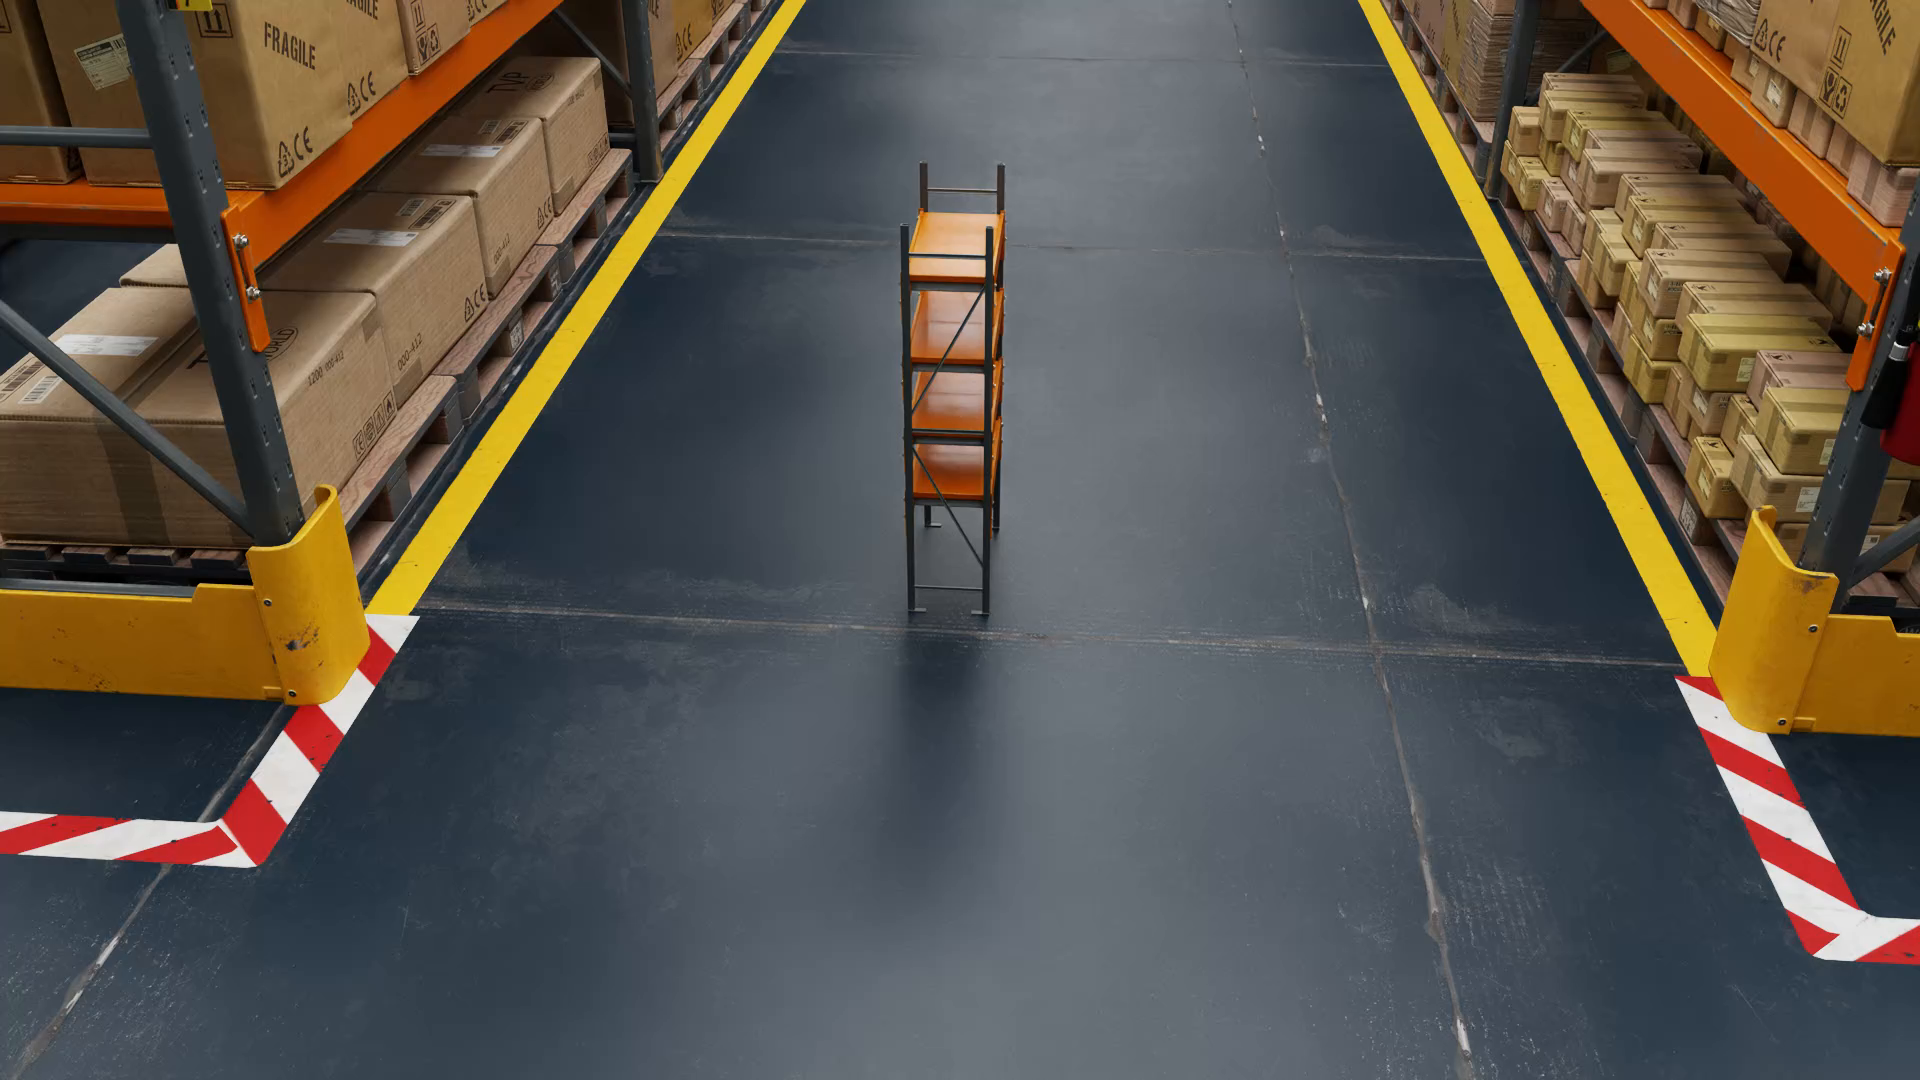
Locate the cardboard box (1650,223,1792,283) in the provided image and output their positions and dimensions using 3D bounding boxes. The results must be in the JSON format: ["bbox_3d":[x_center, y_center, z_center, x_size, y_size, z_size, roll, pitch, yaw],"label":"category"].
[{"bbox_3d":[2.611,-0.976,5.725,0.380,0.149,0.250,1,32,2],"label":"cardboard box"}]

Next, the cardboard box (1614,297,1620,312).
[{"bbox_3d":[2.631,-0.851,6.089,0.380,0.149,0.250,3,32,5],"label":"cardboard box"}]

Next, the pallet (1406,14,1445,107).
[{"bbox_3d":[3.150,-2.743,9.500,1.003,0.211,1.213,2,32,4],"label":"pallet"}]

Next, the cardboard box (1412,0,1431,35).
[{"bbox_3d":[2.930,-3.199,9.564,0.500,0.500,0.500,2,32,3],"label":"cardboard box"}]

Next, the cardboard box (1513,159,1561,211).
[{"bbox_3d":[2.619,-1.533,7.195,0.380,0.149,0.250,3,32,5],"label":"cardboard box"}]

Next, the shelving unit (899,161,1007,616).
[{"bbox_3d":[-0.013,-0.424,4.795,0.258,1.200,0.503,2,32,4],"label":"shelving unit"}]

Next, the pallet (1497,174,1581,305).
[{"bbox_3d":[2.972,-1.344,7.229,1.003,0.211,1.213,2,32,4],"label":"pallet"}]

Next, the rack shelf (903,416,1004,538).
[{"bbox_3d":[-0.013,-0.198,4.934,0.258,0.148,0.480,2,32,4],"label":"rack shelf"}]

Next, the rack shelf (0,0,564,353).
[{"bbox_3d":[-2.114,-1.690,5.819,1.077,0.370,4.000,2,32,4],"label":"rack shelf"}]

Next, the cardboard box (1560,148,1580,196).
[{"bbox_3d":[2.728,-1.534,6.914,0.380,0.149,0.250,2,32,4],"label":"cardboard box"}]

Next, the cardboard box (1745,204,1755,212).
[{"bbox_3d":[3.149,-1.253,6.457,0.380,0.149,0.250,3,32,5],"label":"cardboard box"}]

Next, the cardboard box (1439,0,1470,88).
[{"bbox_3d":[2.842,-2.664,8.696,0.500,0.500,0.500,2,32,3],"label":"cardboard box"}]

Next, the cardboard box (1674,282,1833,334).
[{"bbox_3d":[2.512,-0.700,5.277,0.380,0.149,0.250,1,32,2],"label":"cardboard box"}]

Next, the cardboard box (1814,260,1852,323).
[{"bbox_3d":[3.067,-0.823,5.476,0.380,0.149,0.250,4,32,6],"label":"cardboard box"}]

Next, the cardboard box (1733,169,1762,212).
[{"bbox_3d":[3.198,-1.361,6.349,0.380,0.149,0.250,1,32,2],"label":"cardboard box"}]

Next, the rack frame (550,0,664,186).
[{"bbox_3d":[-1.951,-3.042,7.327,1.000,3.000,0.127,2,32,4],"label":"rack frame"}]

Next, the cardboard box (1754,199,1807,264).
[{"bbox_3d":[3.059,-1.094,5.916,0.380,0.149,0.250,3,32,4],"label":"cardboard box"}]

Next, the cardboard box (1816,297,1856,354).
[{"bbox_3d":[3.030,-0.691,5.546,0.380,0.149,0.250,1,32,2],"label":"cardboard box"}]

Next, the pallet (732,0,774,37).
[{"bbox_3d":[-1.764,-3.537,10.789,1.003,0.211,1.213,2,32,4],"label":"pallet"}]

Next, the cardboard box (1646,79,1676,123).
[{"bbox_3d":[3.222,-1.905,7.231,0.380,0.149,0.250,3,32,5],"label":"cardboard box"}]

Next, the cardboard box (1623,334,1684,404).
[{"bbox_3d":[2.493,-0.580,5.649,0.380,0.149,0.250,1,32,2],"label":"cardboard box"}]

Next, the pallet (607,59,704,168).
[{"bbox_3d":[-1.963,-2.262,8.719,1.003,0.211,1.213,2,32,4],"label":"pallet"}]

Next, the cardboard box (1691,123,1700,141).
[{"bbox_3d":[3.227,-1.639,6.800,0.380,0.149,0.250,2,32,4],"label":"cardboard box"}]

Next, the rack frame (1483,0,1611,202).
[{"bbox_3d":[2.991,-2.883,7.070,1.000,3.000,0.127,2,32,4],"label":"rack frame"}]

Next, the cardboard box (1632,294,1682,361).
[{"bbox_3d":[2.494,-0.715,5.584,0.380,0.149,0.250,3,32,5],"label":"cardboard box"}]

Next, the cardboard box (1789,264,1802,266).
[{"bbox_3d":[3.043,-0.976,6.008,0.380,0.149,0.250,4,32,6],"label":"cardboard box"}]

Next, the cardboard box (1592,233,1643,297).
[{"bbox_3d":[2.528,-0.993,6.036,0.380,0.149,0.250,3,32,4],"label":"cardboard box"}]

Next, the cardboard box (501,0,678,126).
[{"bbox_3d":[-1.980,-2.644,8.306,0.875,0.875,0.875,3,32,6],"label":"cardboard box"}]

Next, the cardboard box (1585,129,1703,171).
[{"bbox_3d":[2.705,-1.517,6.603,0.380,0.149,0.250,2,32,3],"label":"cardboard box"}]

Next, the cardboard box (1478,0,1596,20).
[{"bbox_3d":[2.800,-2.718,8.068,0.500,0.250,0.500,2,32,3],"label":"cardboard box"}]

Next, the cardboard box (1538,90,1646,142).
[{"bbox_3d":[2.675,-1.789,7.044,0.380,0.149,0.250,4,32,6],"label":"cardboard box"}]

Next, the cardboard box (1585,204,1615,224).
[{"bbox_3d":[2.657,-1.250,6.453,0.380,0.149,0.250,4,32,6],"label":"cardboard box"}]

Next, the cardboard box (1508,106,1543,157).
[{"bbox_3d":[2.643,-1.799,7.344,0.380,0.149,0.250,4,32,6],"label":"cardboard box"}]

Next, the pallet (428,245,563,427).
[{"bbox_3d":[-2.187,-0.821,6.381,1.003,0.211,1.213,2,32,4],"label":"pallet"}]

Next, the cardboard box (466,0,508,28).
[{"bbox_3d":[-1.854,-2.025,5.582,0.500,0.500,0.500,3,32,6],"label":"cardboard box"}]

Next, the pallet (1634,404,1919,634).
[{"bbox_3d":[2.773,-0.068,5.159,1.003,0.211,1.213,2,32,4],"label":"pallet"}]

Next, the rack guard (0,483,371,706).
[{"bbox_3d":[-2.278,0.126,4.568,1.175,0.500,0.348,2,32,4],"label":"rack guard"}]

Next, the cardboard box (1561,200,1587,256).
[{"bbox_3d":[2.680,-1.266,6.762,0.380,0.149,0.250,2,32,3],"label":"cardboard box"}]

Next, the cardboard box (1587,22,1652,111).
[{"bbox_3d":[3.316,-2.373,8.224,0.500,0.500,0.500,4,32,6],"label":"cardboard box"}]

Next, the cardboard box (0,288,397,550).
[{"bbox_3d":[-2.322,-0.388,5.062,0.875,0.438,0.875,1,32,2],"label":"cardboard box"}]

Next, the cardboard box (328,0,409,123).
[{"bbox_3d":[-1.938,-1.497,4.725,0.500,0.500,0.500,2,32,3],"label":"cardboard box"}]

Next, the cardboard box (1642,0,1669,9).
[{"bbox_3d":[2.583,-1.952,5.797,0.380,0.149,0.250,4,32,6],"label":"cardboard box"}]

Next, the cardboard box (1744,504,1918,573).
[{"bbox_3d":[2.500,-0.041,4.775,0.380,0.149,0.250,3,32,5],"label":"cardboard box"}]

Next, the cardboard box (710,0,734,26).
[{"bbox_3d":[-1.841,-3.584,9.831,0.875,0.875,0.875,3,32,5],"label":"cardboard box"}]

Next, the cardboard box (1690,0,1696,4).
[{"bbox_3d":[2.575,-2.002,5.260,0.500,0.500,0.500,4,32,6],"label":"cardboard box"}]

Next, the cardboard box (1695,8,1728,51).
[{"bbox_3d":[2.608,-1.677,5.351,0.380,0.149,0.250,3,32,5],"label":"cardboard box"}]

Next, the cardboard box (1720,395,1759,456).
[{"bbox_3d":[2.499,-0.306,4.921,0.380,0.149,0.250,2,32,3],"label":"cardboard box"}]

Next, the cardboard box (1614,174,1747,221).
[{"bbox_3d":[2.663,-1.242,6.156,0.380,0.149,0.250,1,32,2],"label":"cardboard box"}]

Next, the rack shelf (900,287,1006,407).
[{"bbox_3d":[-0.013,-0.557,4.713,0.258,0.148,0.480,2,32,4],"label":"rack shelf"}]

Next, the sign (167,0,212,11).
[{"bbox_3d":[-1.724,-1.326,3.642,0.100,0.325,0.005,2,32,4],"label":"sign"}]

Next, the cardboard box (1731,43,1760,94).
[{"bbox_3d":[2.522,-1.399,4.900,0.380,0.149,0.250,1,32,2],"label":"cardboard box"}]

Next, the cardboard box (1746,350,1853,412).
[{"bbox_3d":[2.534,-0.427,4.833,0.380,0.149,0.250,3,32,5],"label":"cardboard box"}]

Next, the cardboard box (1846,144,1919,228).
[{"bbox_3d":[2.410,-0.867,4.038,0.380,0.149,0.250,2,32,4],"label":"cardboard box"}]

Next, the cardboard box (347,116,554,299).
[{"bbox_3d":[-2.181,-1.338,6.604,0.875,0.438,0.875,2,32,3],"label":"cardboard box"}]

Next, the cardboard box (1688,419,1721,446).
[{"bbox_3d":[2.528,-0.314,5.218,0.380,0.149,0.250,2,32,4],"label":"cardboard box"}]

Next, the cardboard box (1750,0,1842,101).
[{"bbox_3d":[2.493,-1.476,4.407,0.500,0.500,0.500,2,32,3],"label":"cardboard box"}]

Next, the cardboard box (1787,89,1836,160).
[{"bbox_3d":[2.473,-1.128,4.460,0.380,0.149,0.250,2,32,4],"label":"cardboard box"}]

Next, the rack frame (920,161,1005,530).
[{"bbox_3d":[0.006,-0.552,5.002,0.240,1.200,0.015,2,32,4],"label":"rack frame"}]
